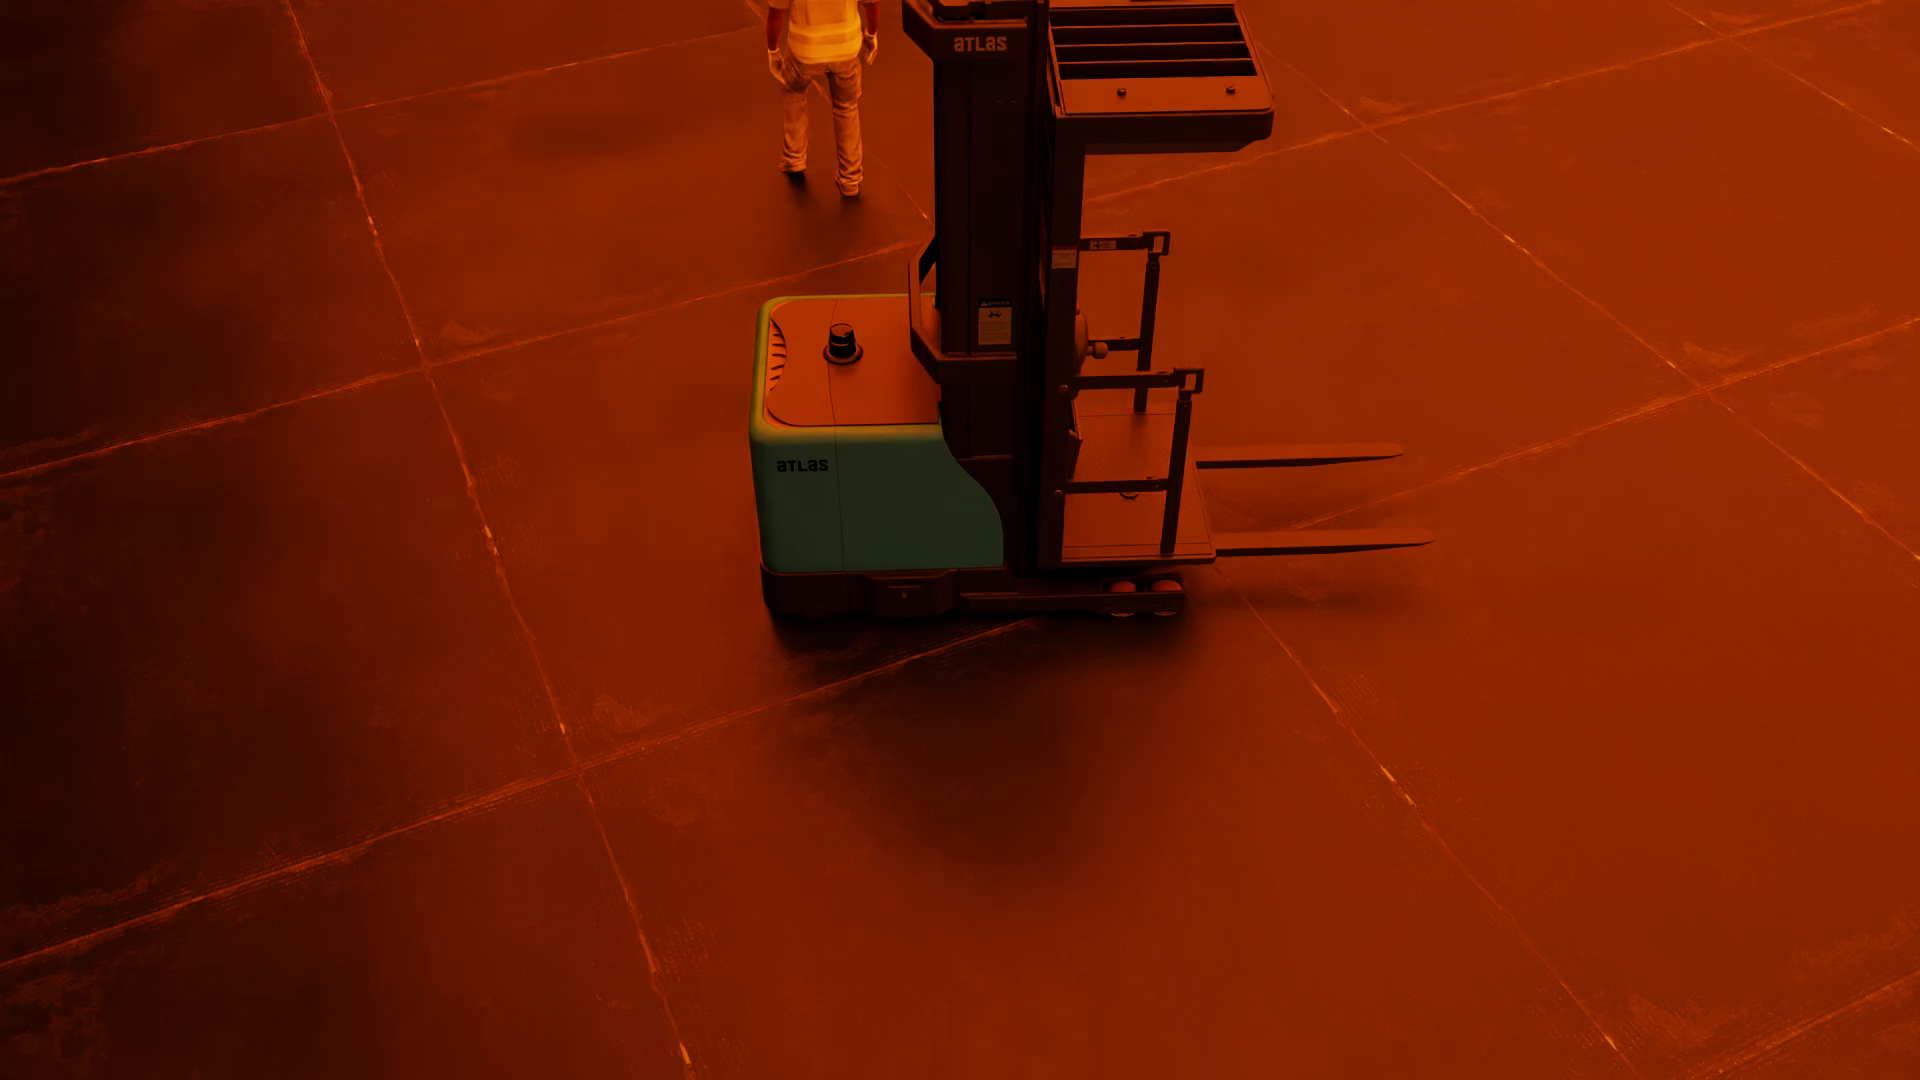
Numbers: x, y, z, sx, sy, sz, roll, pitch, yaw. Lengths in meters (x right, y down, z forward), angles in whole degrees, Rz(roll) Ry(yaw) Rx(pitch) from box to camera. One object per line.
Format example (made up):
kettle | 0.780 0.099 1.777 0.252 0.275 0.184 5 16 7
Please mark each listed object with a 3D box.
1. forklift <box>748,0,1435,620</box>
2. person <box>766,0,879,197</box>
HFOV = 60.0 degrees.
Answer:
forklift | 0.618 -1.089 6.847 3.031 2.935 1.130 -2 43 -2
person | -0.796 -2.859 9.645 0.655 1.823 0.530 -8 44 -8
